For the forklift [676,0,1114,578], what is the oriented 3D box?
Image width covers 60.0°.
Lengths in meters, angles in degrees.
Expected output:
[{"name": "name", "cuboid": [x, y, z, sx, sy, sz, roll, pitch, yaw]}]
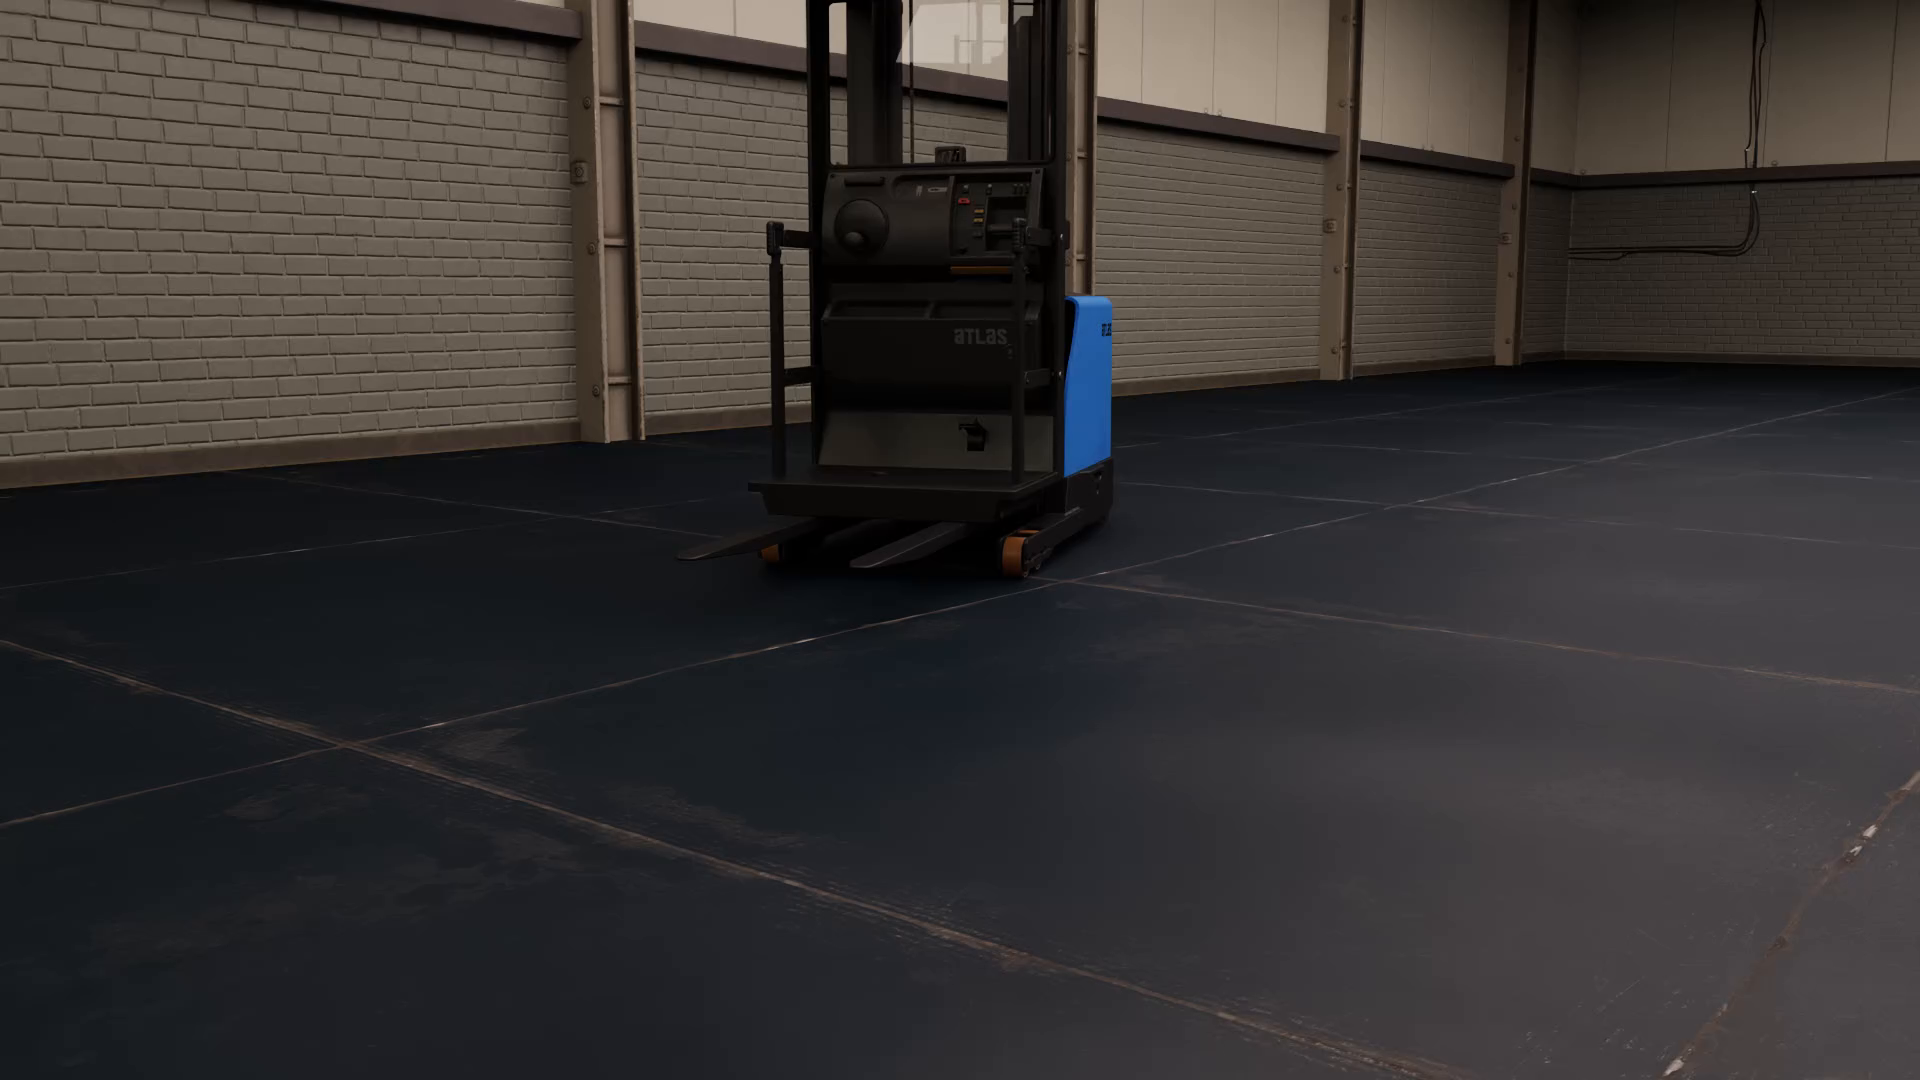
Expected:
[{"name": "forklift", "cuboid": [-0.176, -1.366, 6.616, 1.130, 2.935, 3.031, 3, 9, 17]}]
